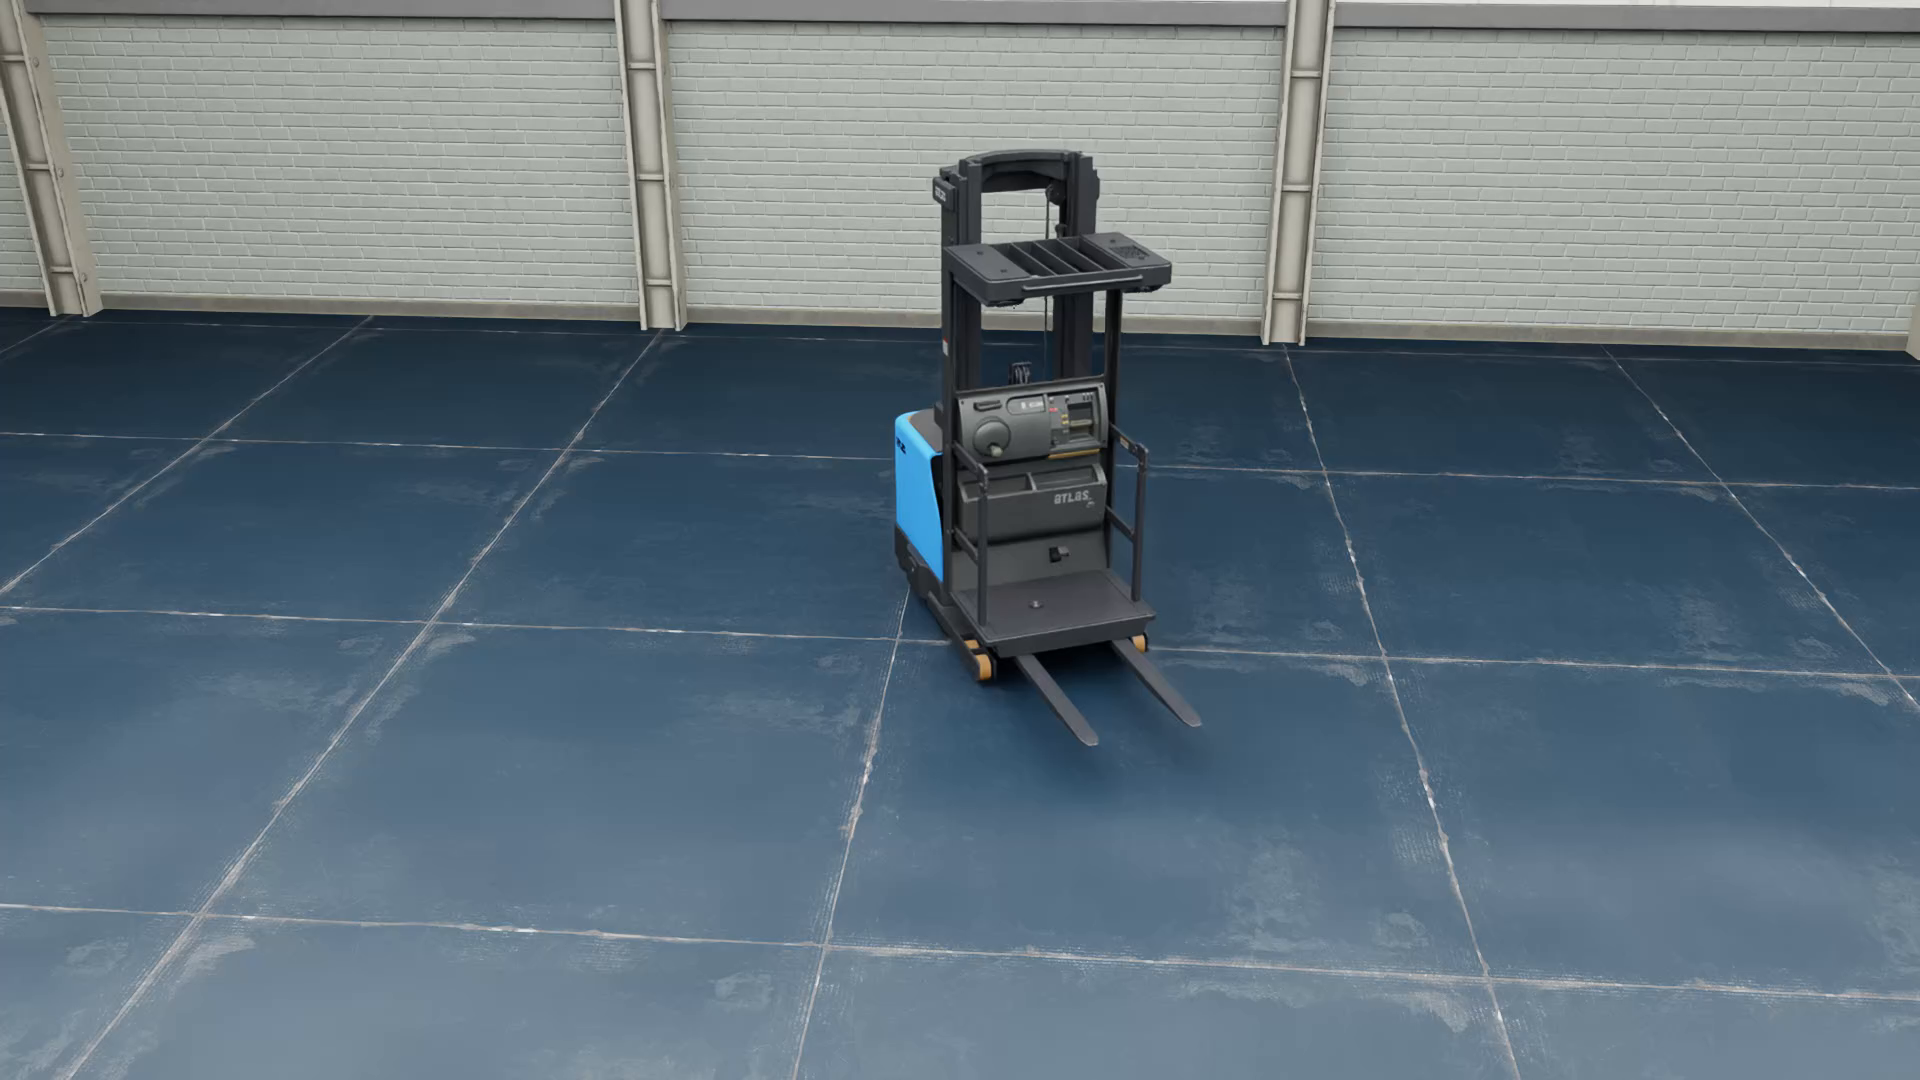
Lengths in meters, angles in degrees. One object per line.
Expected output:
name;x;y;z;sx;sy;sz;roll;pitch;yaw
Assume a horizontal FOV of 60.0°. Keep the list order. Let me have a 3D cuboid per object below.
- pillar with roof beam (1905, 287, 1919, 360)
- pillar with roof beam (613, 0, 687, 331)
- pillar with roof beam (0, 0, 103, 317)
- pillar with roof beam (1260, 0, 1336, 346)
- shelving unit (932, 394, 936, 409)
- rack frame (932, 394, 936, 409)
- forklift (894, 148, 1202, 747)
pillar with roof beam;8.735;-4.015;9.709;0.400;9.000;9.100;2;25;4
pillar with roof beam;-3.229;-4.399;10.544;0.400;9.000;9.100;2;25;4
pillar with roof beam;-9.212;-4.591;10.961;0.400;9.000;9.100;2;25;4
pillar with roof beam;2.753;-4.207;10.127;0.400;9.000;9.100;2;25;4
shelving unit;-0.057;-0.482;11.539;0.252;1.050;0.215;2;25;3
rack frame;-0.178;-0.486;11.546;0.008;1.050;0.200;2;25;3
forklift;0.511;-0.677;9.715;1.130;2.935;3.031;-8;26;-17
